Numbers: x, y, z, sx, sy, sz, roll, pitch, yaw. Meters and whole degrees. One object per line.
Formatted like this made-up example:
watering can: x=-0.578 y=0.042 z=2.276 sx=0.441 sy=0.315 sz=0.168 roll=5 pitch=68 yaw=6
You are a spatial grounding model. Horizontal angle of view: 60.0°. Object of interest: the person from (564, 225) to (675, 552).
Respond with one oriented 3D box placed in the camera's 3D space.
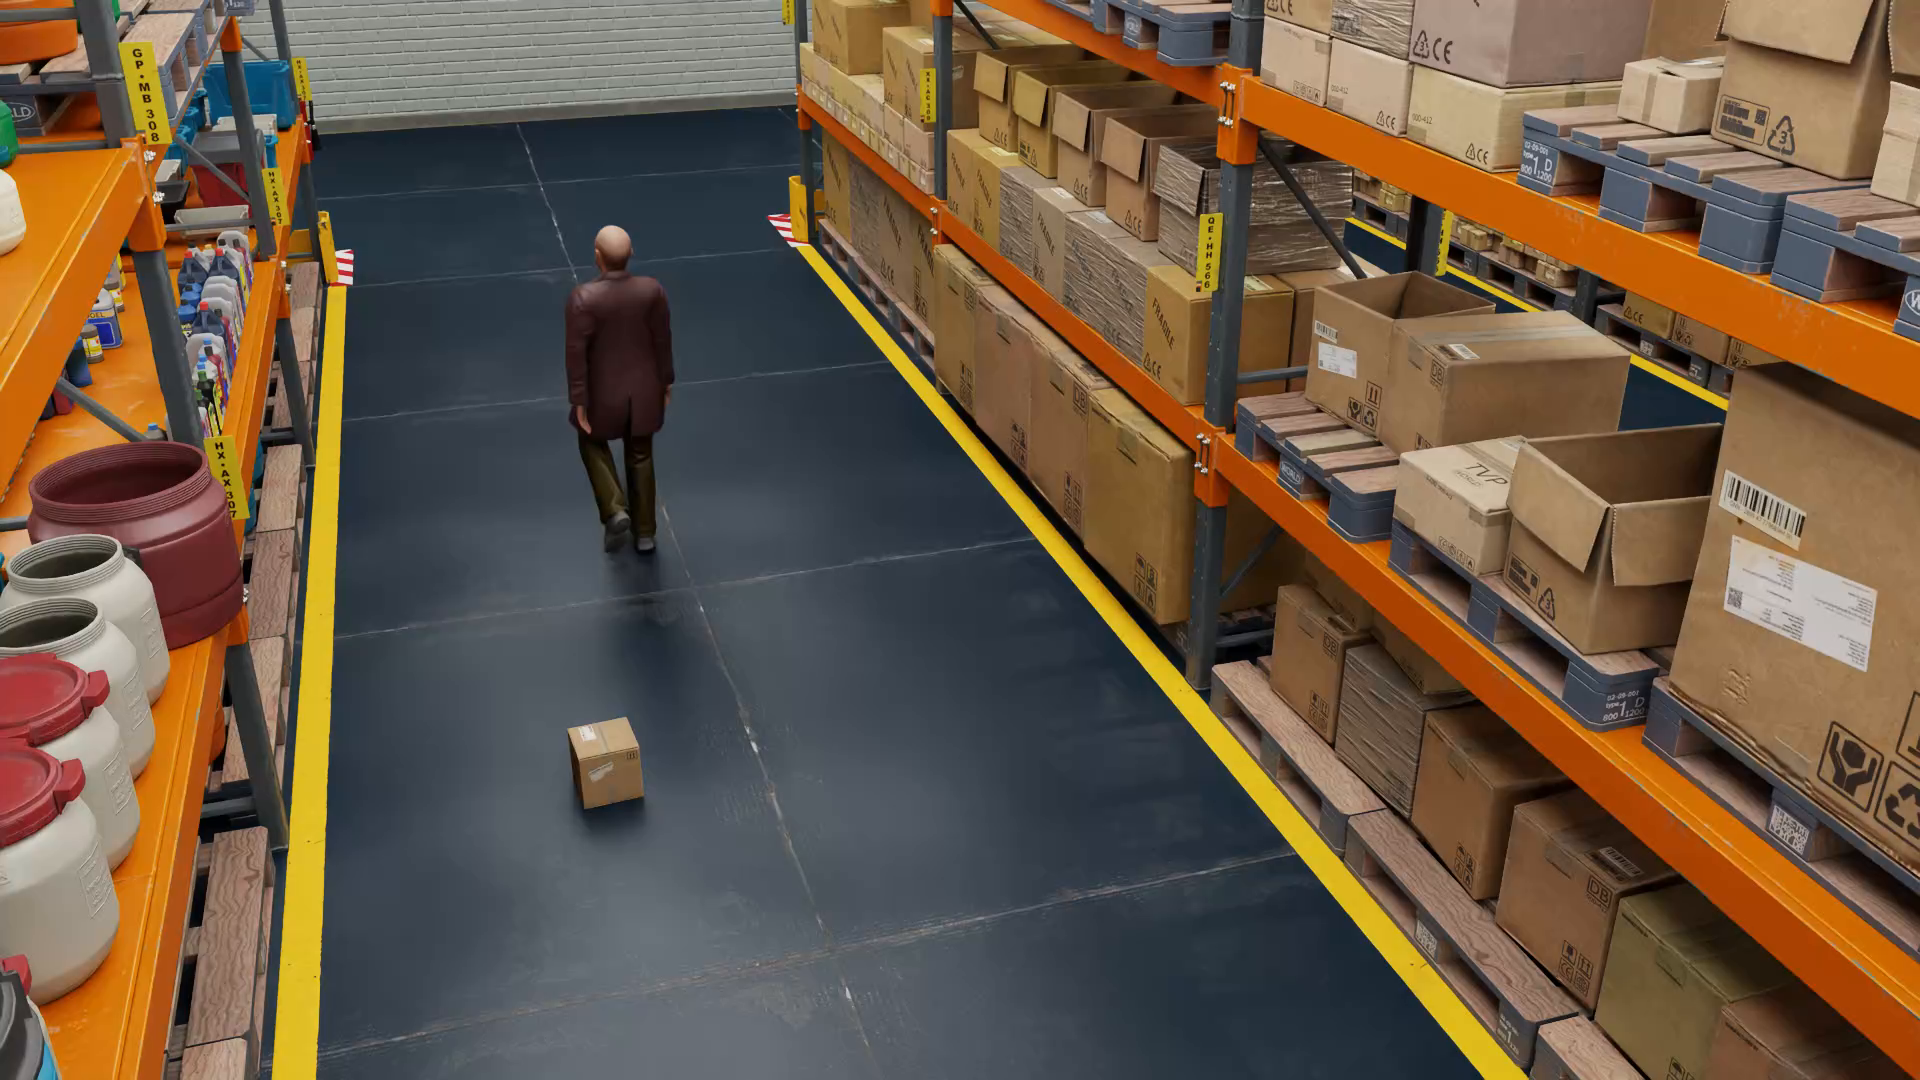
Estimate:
person: x=-1.771 y=-0.777 z=8.690 sx=0.590 sy=1.789 sz=0.511 roll=-11 pitch=28 yaw=-22
